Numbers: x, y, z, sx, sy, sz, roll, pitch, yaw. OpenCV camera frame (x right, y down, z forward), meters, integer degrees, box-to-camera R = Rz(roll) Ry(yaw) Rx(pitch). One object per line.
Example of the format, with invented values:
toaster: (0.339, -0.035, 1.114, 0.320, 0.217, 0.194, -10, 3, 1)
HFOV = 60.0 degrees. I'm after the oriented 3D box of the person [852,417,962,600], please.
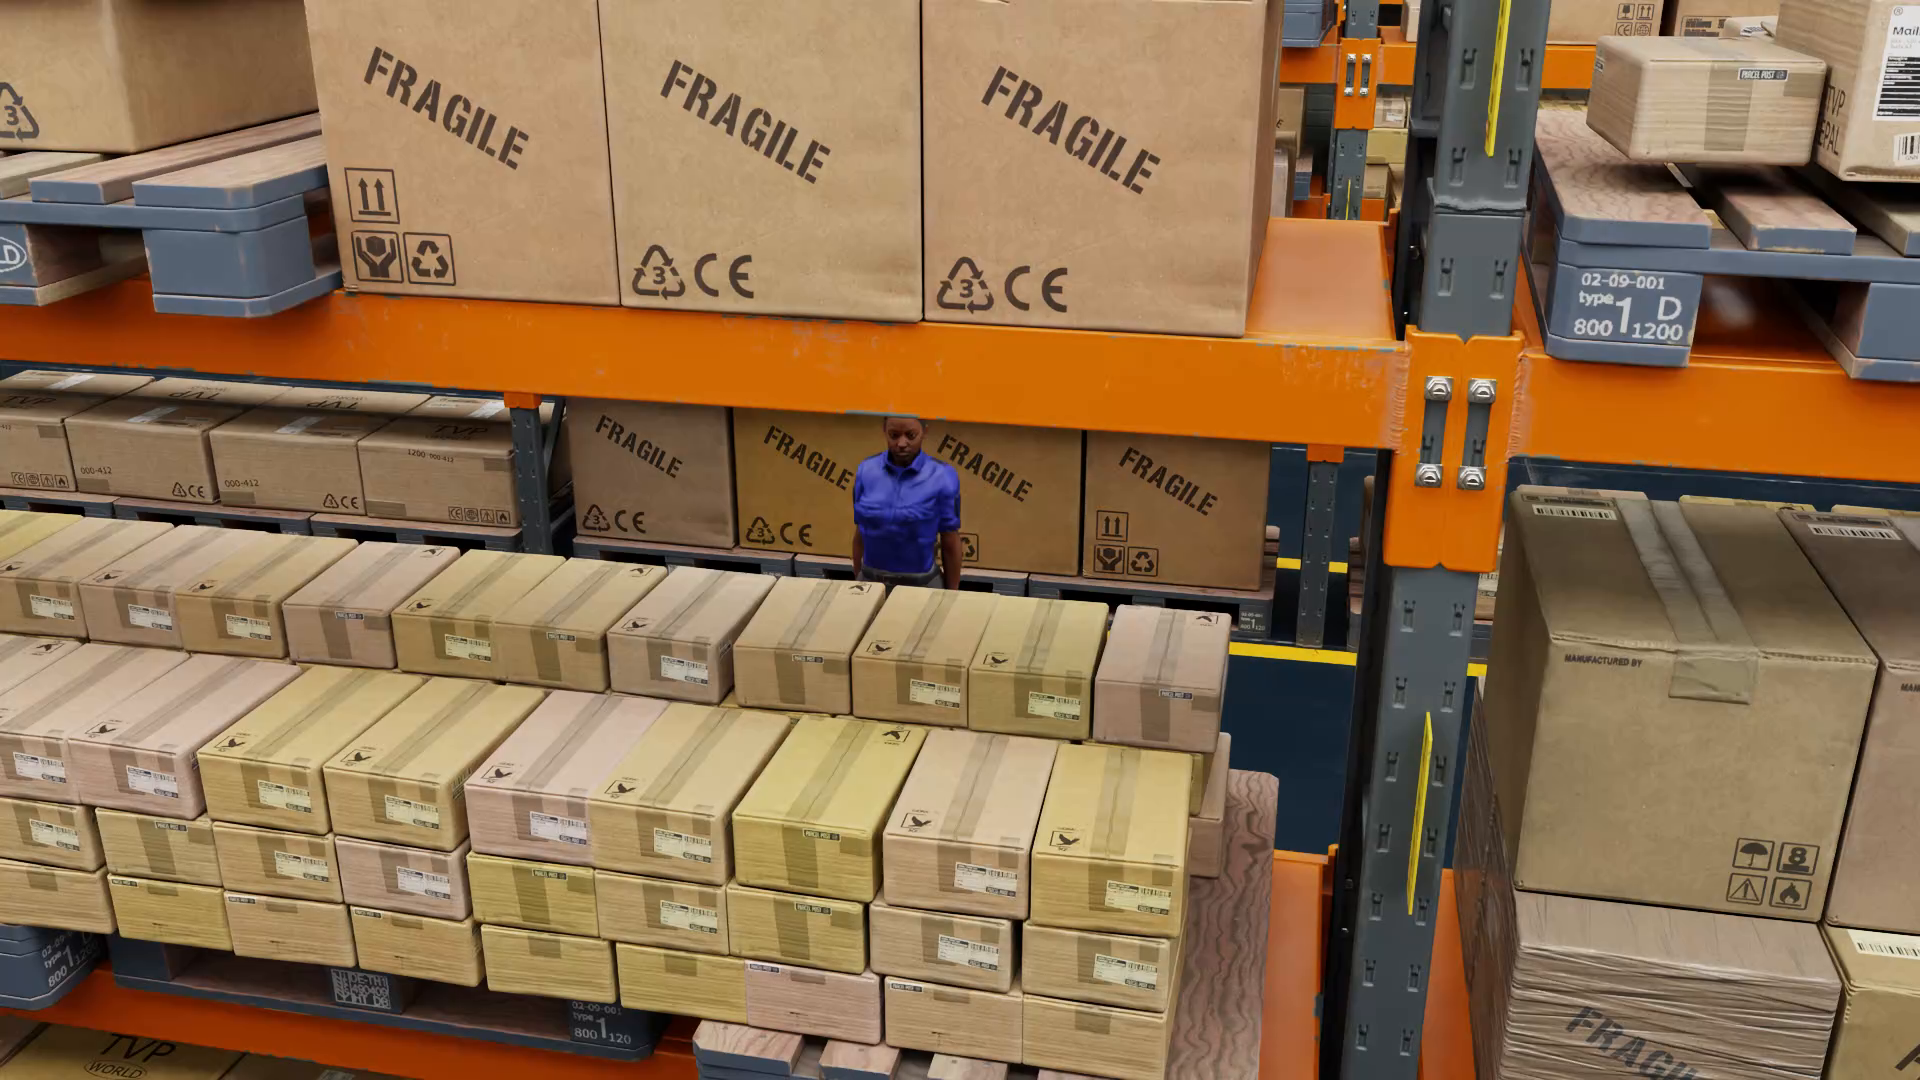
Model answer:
person: (-0.215, 0.243, 6.490, 0.433, 1.673, 0.324, 5, 22, 12)
